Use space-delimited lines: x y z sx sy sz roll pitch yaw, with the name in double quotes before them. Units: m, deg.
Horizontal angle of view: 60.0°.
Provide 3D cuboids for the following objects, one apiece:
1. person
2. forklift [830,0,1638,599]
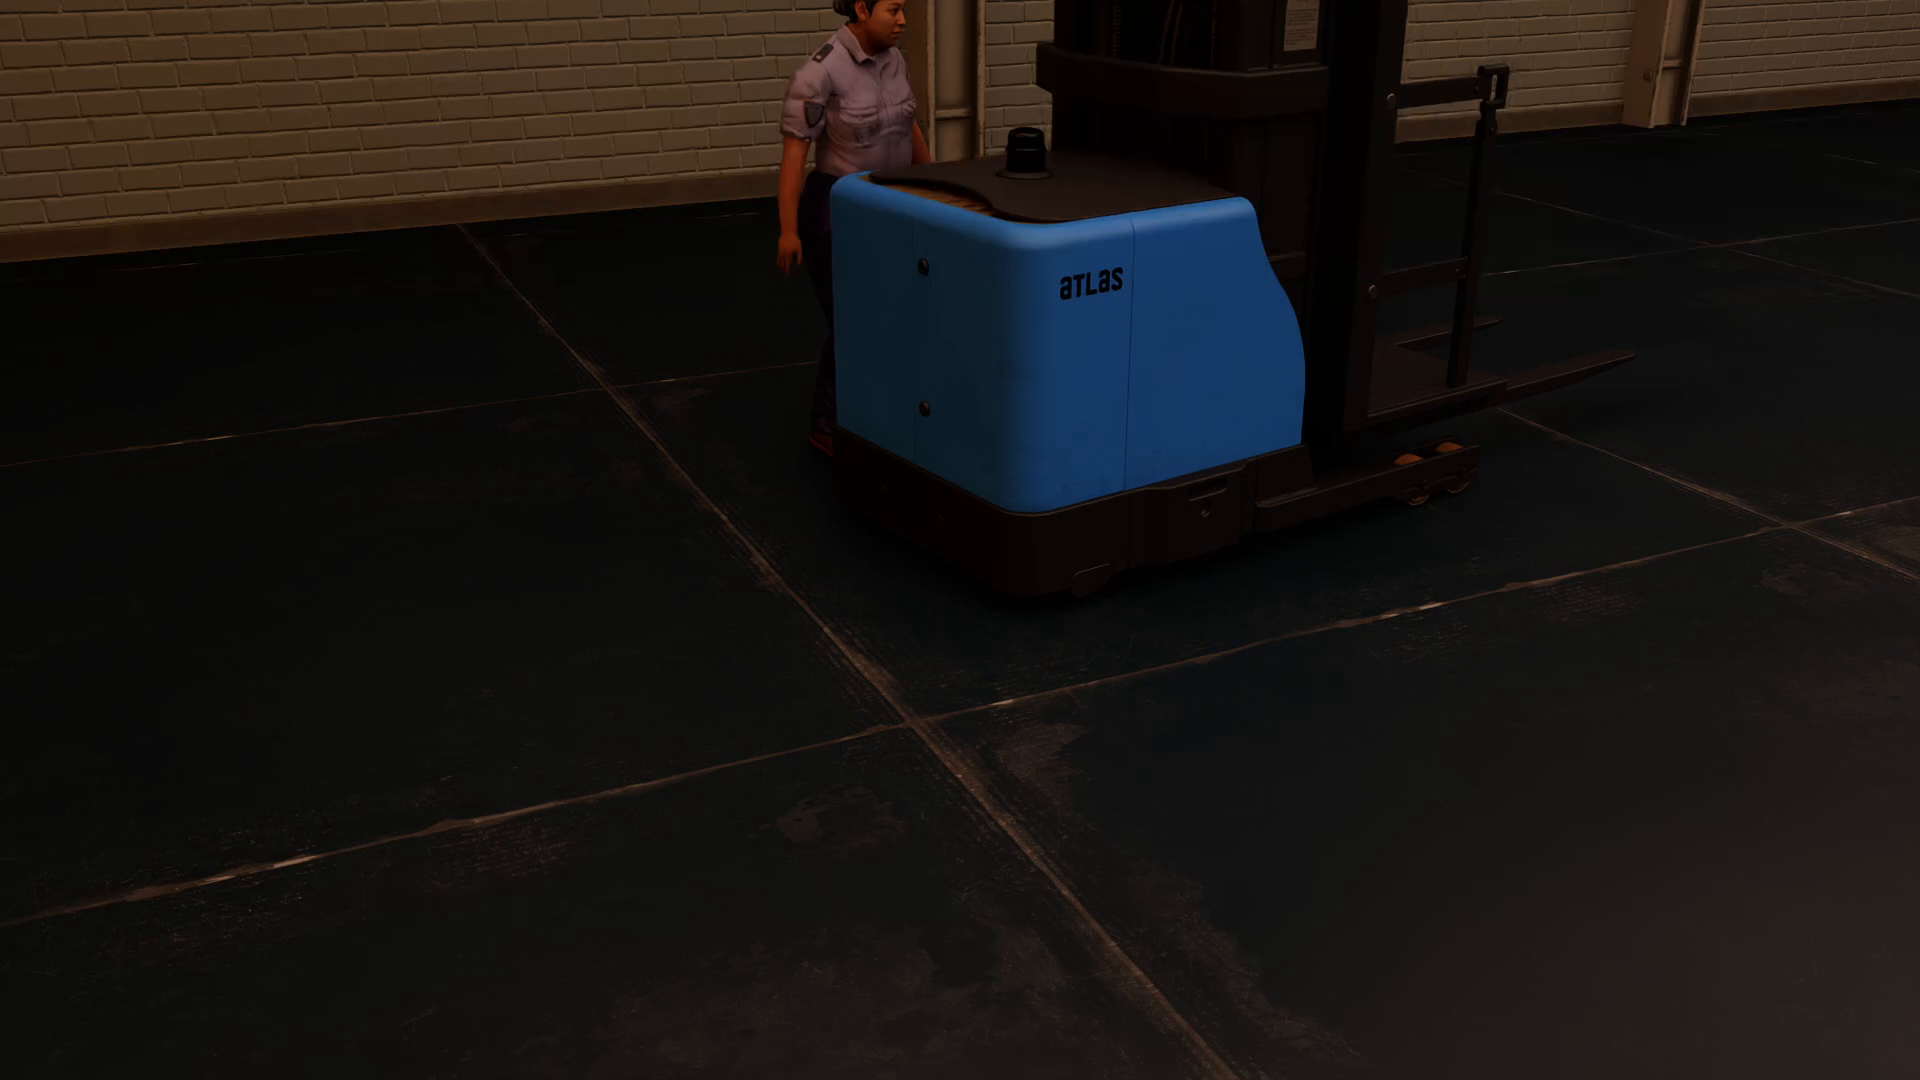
"person" -0.299 -1.088 5.618 0.374 1.627 0.766 17 28 35
"forklift" 1.099 -1.614 5.172 3.031 2.935 1.130 -15 27 -32
